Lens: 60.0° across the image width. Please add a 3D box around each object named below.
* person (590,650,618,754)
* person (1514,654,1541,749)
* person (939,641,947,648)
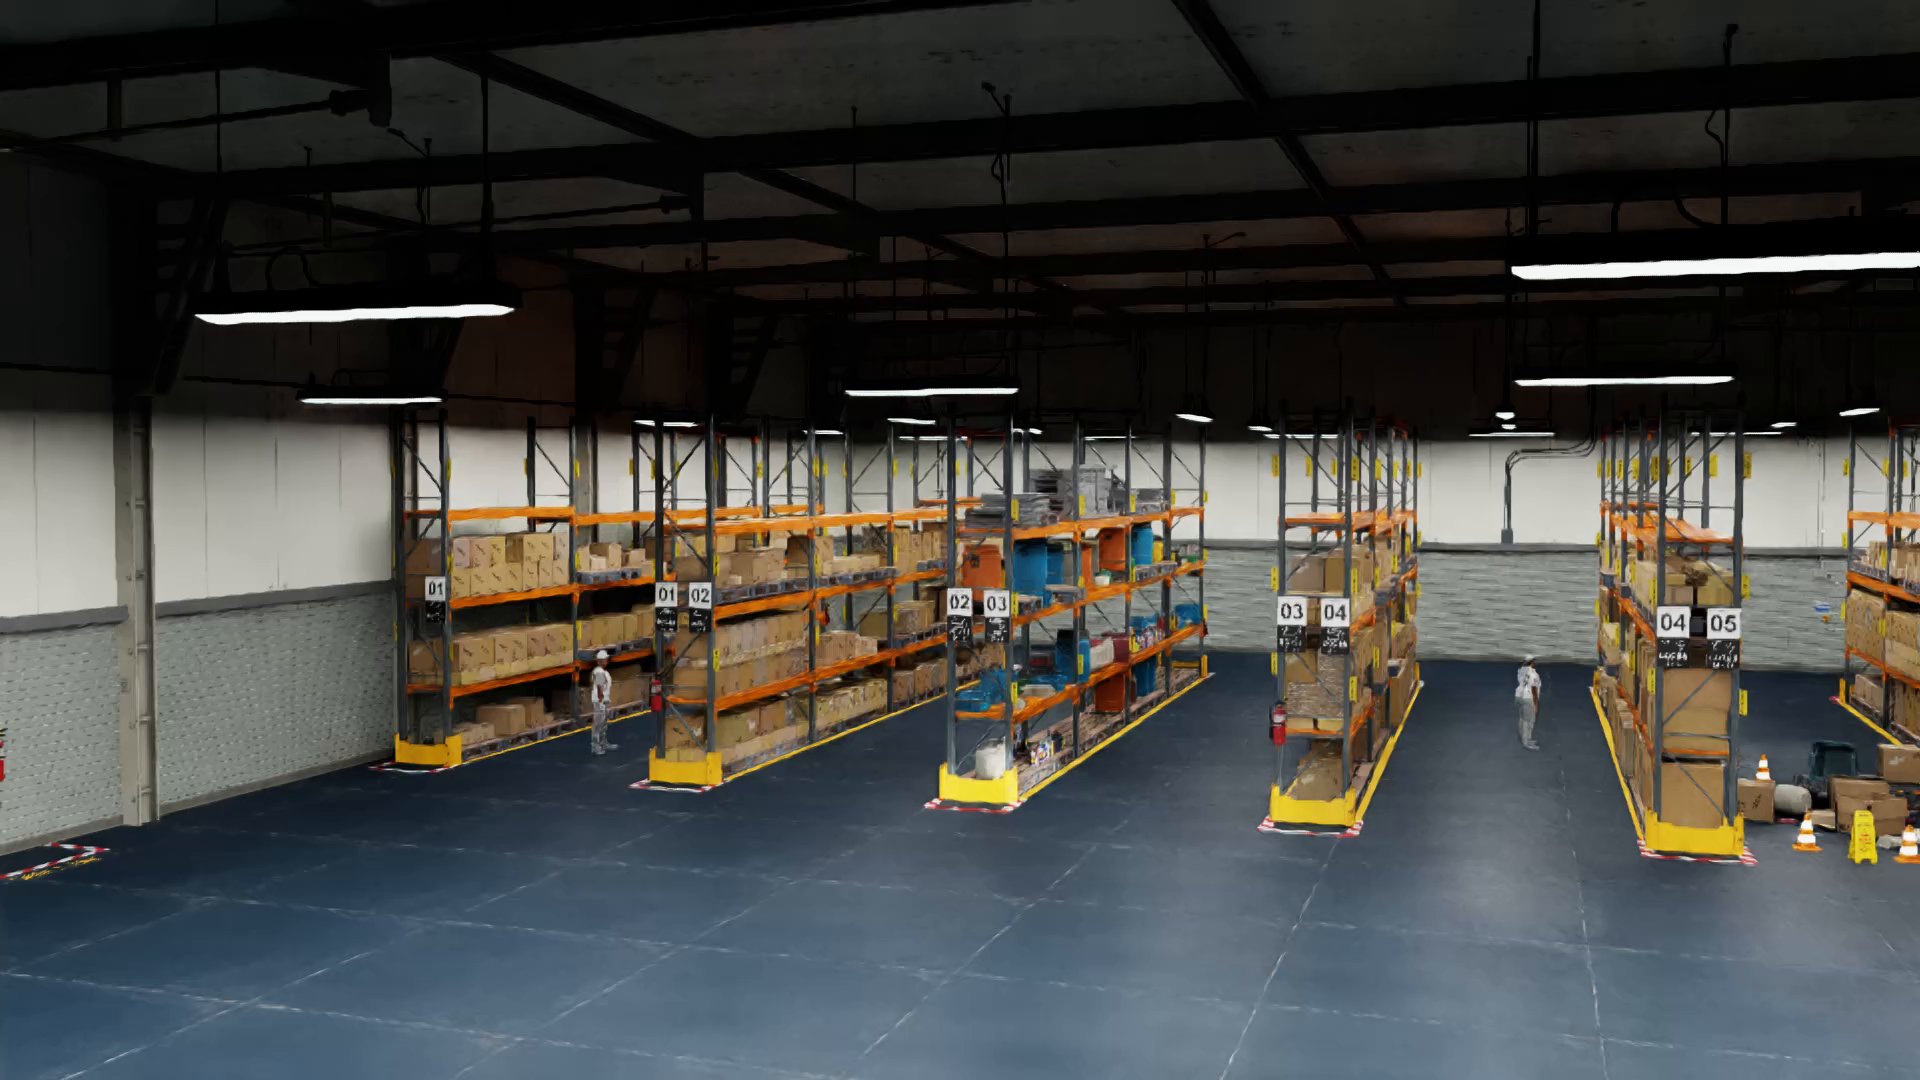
[{"bbox_3d":[-6.264,2.834,29.265,0.475,1.789,0.637,0,2,-10],"label":"person"},{"bbox_3d":[10.219,2.880,29.857,0.449,1.671,0.533,-1,2,-12],"label":"person"},{"bbox_3d":[-0.393,2.181,46.545,0.530,1.666,0.520,-1,3,-19],"label":"person"}]
